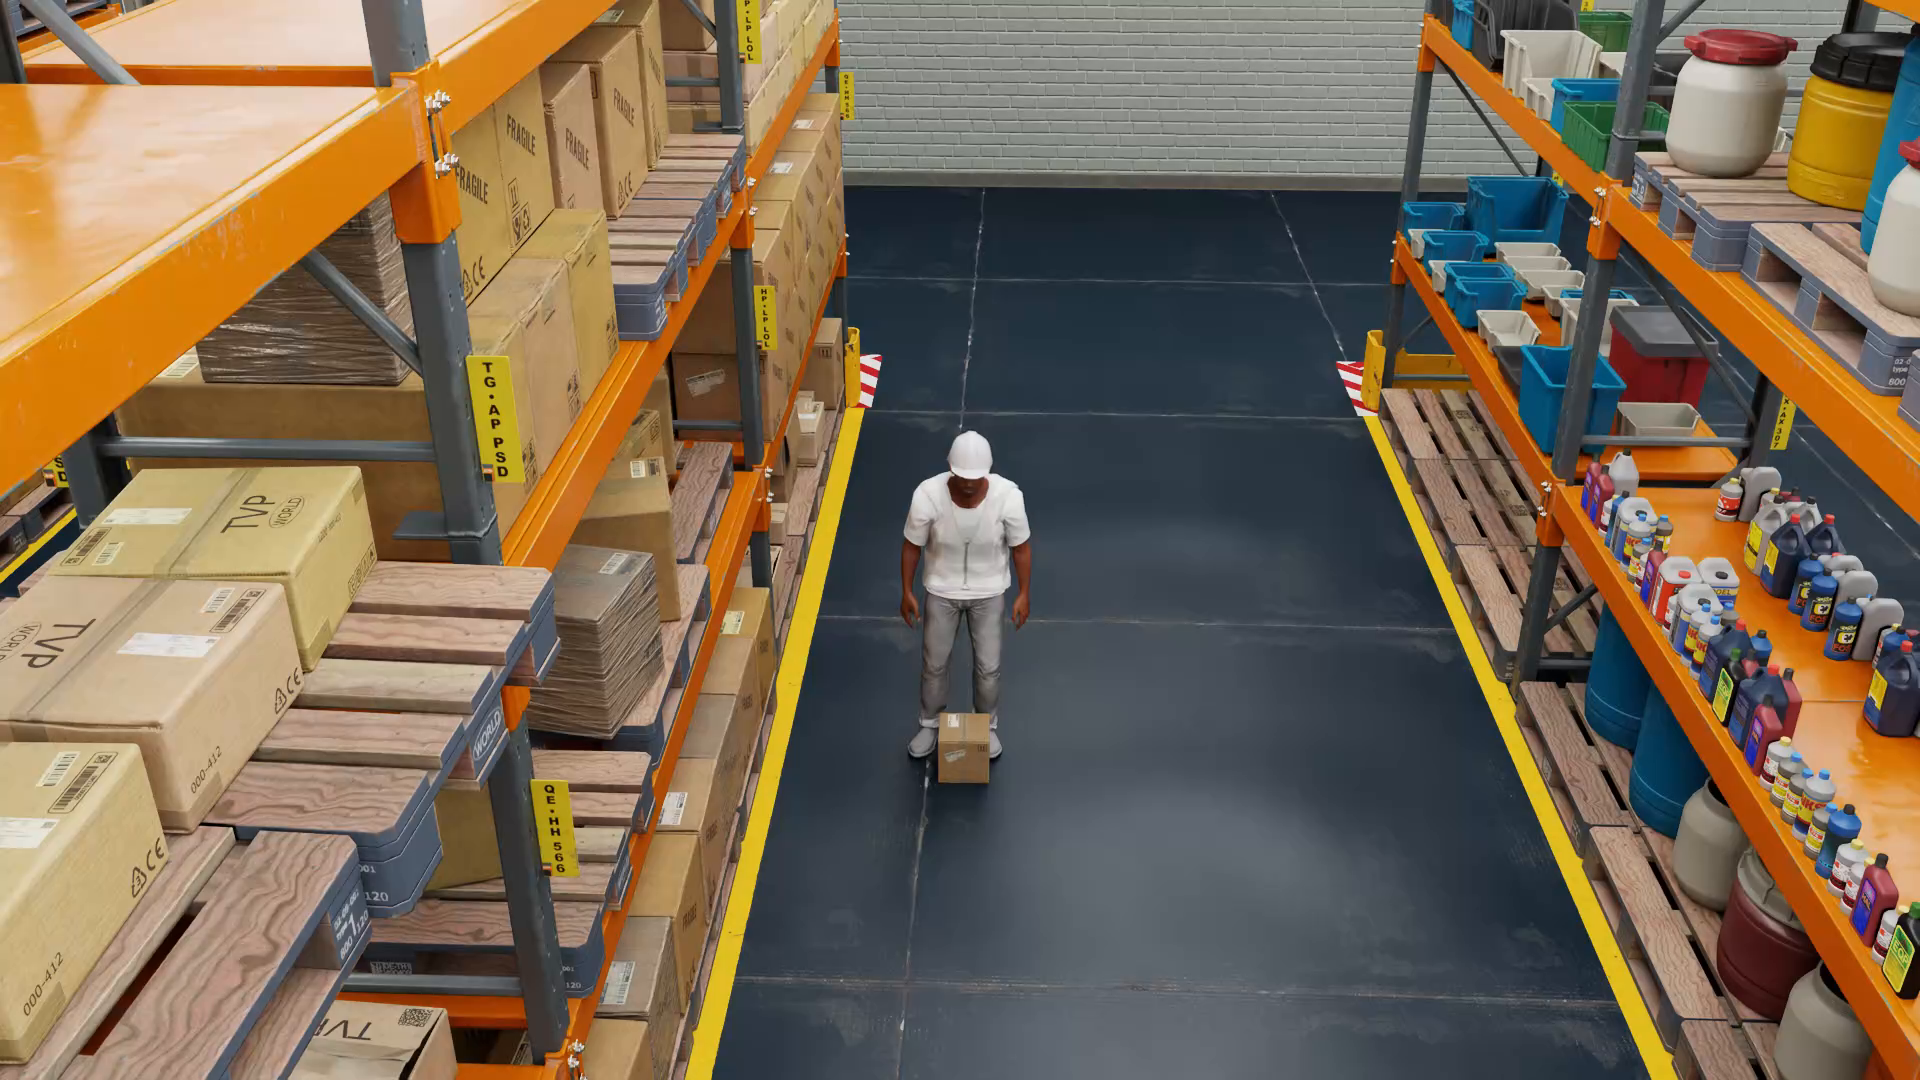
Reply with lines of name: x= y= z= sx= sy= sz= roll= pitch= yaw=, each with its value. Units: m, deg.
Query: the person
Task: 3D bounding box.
person: x=0.026 y=0.263 z=8.103 sx=0.637 sy=1.761 sz=0.460 roll=1 pitch=28 yaw=1
